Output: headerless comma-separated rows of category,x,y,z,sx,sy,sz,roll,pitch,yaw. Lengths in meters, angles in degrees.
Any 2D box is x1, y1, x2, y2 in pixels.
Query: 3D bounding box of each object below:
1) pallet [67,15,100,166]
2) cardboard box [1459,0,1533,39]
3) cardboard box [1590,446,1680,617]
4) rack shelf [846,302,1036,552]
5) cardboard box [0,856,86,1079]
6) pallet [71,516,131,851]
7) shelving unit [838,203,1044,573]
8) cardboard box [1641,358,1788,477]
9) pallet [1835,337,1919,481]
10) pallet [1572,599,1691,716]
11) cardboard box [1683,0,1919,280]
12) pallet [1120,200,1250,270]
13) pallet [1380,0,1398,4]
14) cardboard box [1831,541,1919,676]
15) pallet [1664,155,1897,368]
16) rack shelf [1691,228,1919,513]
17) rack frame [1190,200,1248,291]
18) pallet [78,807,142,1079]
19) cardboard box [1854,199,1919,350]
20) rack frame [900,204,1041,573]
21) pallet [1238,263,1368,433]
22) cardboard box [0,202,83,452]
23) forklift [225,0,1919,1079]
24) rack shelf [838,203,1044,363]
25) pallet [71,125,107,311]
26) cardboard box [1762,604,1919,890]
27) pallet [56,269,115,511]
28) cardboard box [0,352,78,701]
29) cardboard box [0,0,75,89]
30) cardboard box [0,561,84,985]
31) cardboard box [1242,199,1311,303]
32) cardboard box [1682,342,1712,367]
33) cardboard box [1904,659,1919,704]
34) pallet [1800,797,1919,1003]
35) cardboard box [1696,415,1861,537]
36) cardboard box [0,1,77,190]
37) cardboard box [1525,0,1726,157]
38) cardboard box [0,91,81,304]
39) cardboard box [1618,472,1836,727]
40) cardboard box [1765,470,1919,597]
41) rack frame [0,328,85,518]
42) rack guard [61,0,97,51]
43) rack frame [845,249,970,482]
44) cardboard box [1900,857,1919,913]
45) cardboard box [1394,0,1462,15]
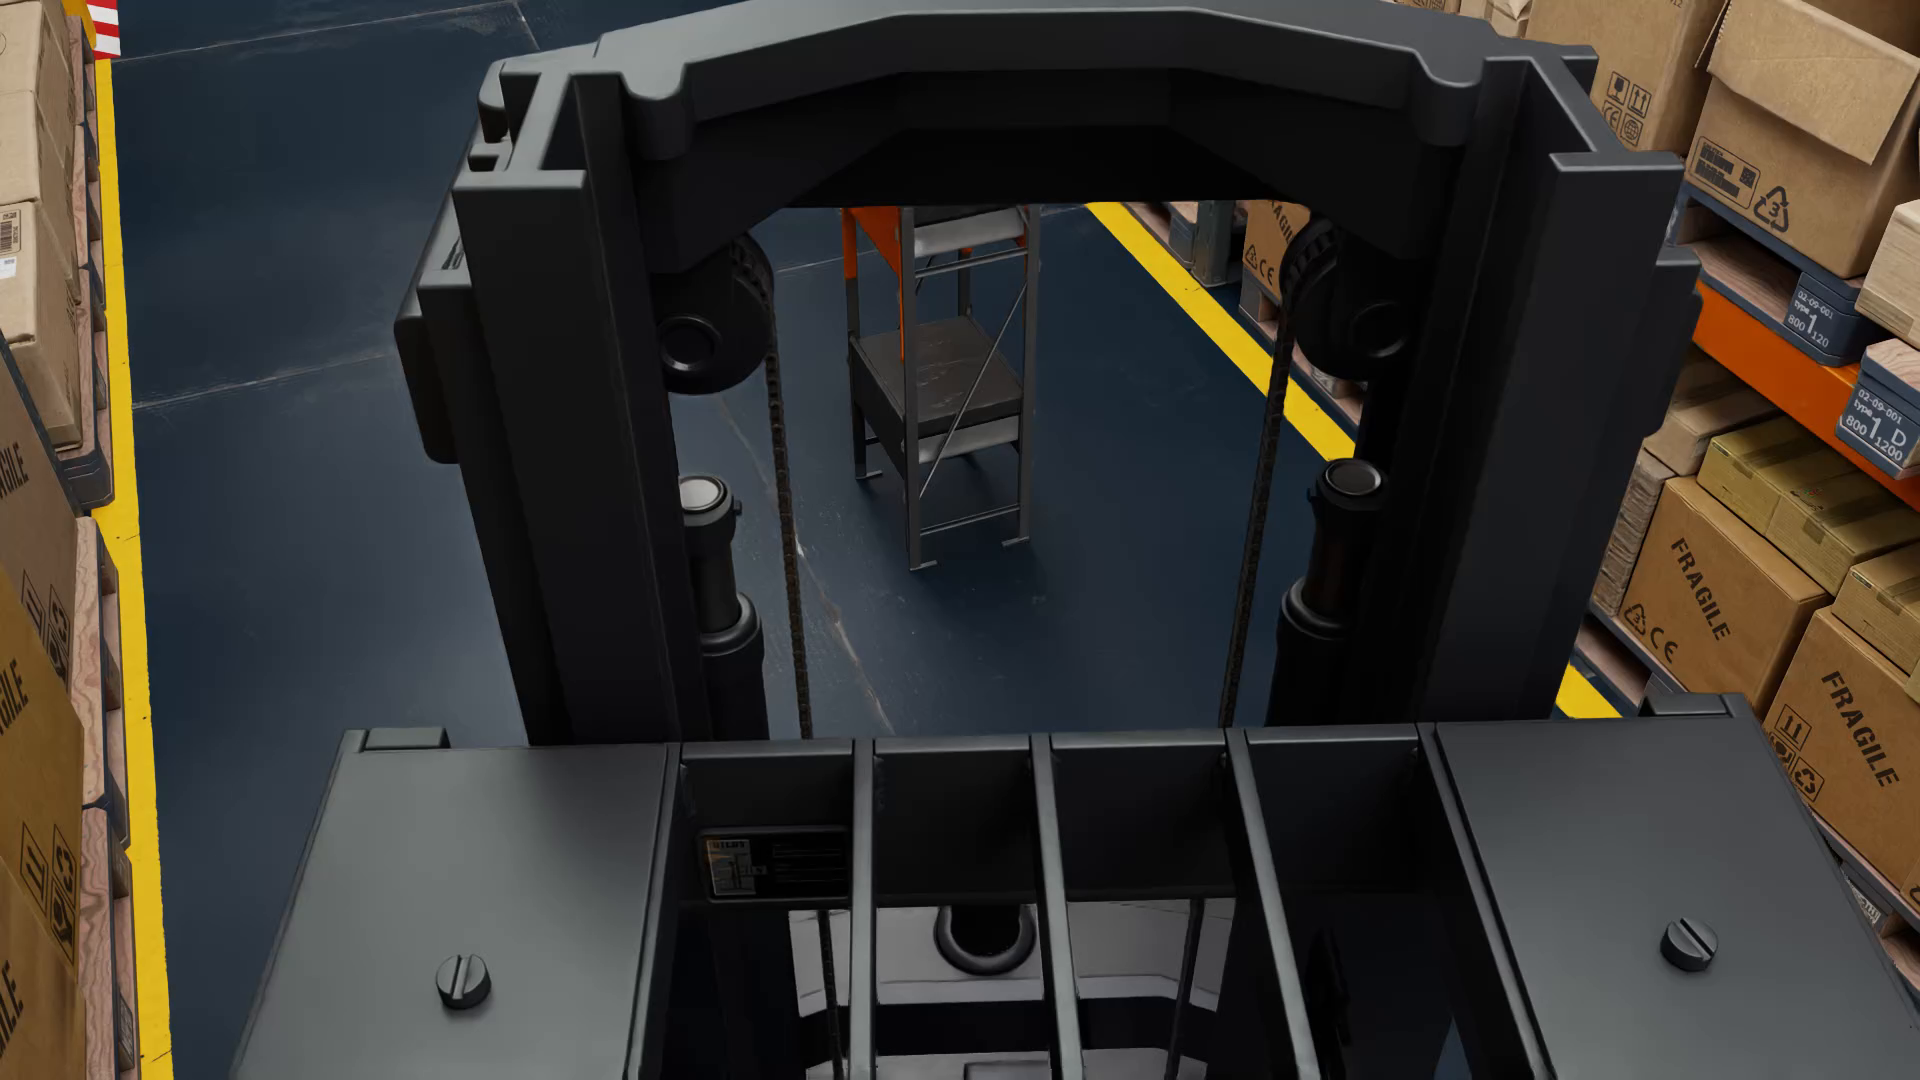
pallet,-4.359,-1.903,7.301,1.003,0.211,1.213,-15,43,-17
cardboard box,1.555,-1.429,4.392,0.396,0.266,0.258,-13,42,-15
cardboard box,1.948,-0.183,4.758,0.500,0.500,0.500,-17,43,-18
rack shelf,-0.063,-0.355,5.147,0.431,0.518,0.480,-15,43,-17
cardboard box,-2.201,1.068,3.015,0.875,0.875,0.875,-15,43,-16
pallet,-2.842,0.490,4.518,1.003,0.211,1.213,-15,43,-17
shelving unit,-0.063,-0.896,4.681,0.431,2.100,0.503,-15,43,-17
cardboard box,2.004,-0.341,4.444,0.380,0.149,0.250,-17,44,-19
pallet,2.584,-0.162,3.285,1.213,0.211,1.003,-15,43,-17
pallet,2.195,0.021,5.064,1.003,0.211,1.213,-15,43,-17
cardboard box,2.113,-0.979,3.687,0.797,0.503,0.637,-16,43,-18
pallet,1.116,-1.610,6.960,1.003,0.211,1.213,-15,43,-17
pallet,1.583,-1.672,5.041,1.003,0.211,1.213,-15,43,-17
cardboard box,2.292,0.138,3.886,0.380,0.149,0.250,-16,43,-18
pallet,2.160,-0.941,4.191,1.003,0.211,1.213,-15,43,-17
rack shelf,2.143,-0.776,4.403,1.077,0.370,4.000,-15,43,-17
rack frame,1.378,-2.253,5.570,1.000,3.000,0.127,-15,43,-17
pallet,-2.371,1.227,3.662,1.003,0.211,1.213,-15,43,-17
cardboard box,2.206,-0.501,3.325,0.500,0.250,0.500,-17,44,-19
rack frame,0.030,-0.749,4.510,0.400,2.100,0.015,-15,43,-17
pallet,1.724,-0.715,5.920,1.003,0.211,1.213,-15,43,-17
cardboard box,-3.348,-0.606,5.297,0.875,0.438,0.875,-16,43,-17
forklift,0.082,1.108,1.713,1.130,2.935,3.031,-1,41,-2
rack shelf,-0.063,-0.885,4.690,0.431,0.518,0.480,-15,43,-17
pallet,-3.896,-1.169,6.448,1.003,0.211,1.213,-15,43,-17
cardboard box,2.366,0.440,4.033,0.500,0.500,0.500,-16,43,-17
pallet,-3.425,-0.433,5.592,1.003,0.211,1.213,-15,43,-17
cardboard box,-2.895,-0.013,4.272,0.875,0.875,0.875,-14,43,-16
cardboard box,-4.392,-2.238,7.194,0.875,0.438,0.875,-17,43,-18
cardboard box,-2.543,0.529,3.641,0.875,0.875,0.875,-14,43,-16
cardboard box,1.355,-1.117,5.844,0.500,0.500,0.500,-13,42,-15
cardboard box,1.957,-0.502,4.631,0.380,0.149,0.250,-15,43,-17
cardboard box,2.352,0.308,3.689,0.380,0.149,0.250,-17,44,-19
pallet,2.658,0.754,4.211,1.003,0.211,1.213,-15,43,-17
cardboard box,2.137,-0.182,4.259,0.380,0.149,0.250,-16,43,-17
cardboard box,-4.034,-1.688,6.556,0.875,0.438,0.875,-14,43,-16
cardboard box,1.855,-1.319,4.084,0.700,0.500,0.500,-15,43,-17
cardboard box,-3.691,-1.145,5.924,0.875,0.438,0.875,-16,43,-18
cardboard box,2.164,0.125,4.399,0.500,0.500,0.500,-13,42,-15
cardboard box,2.233,-0.032,4.084,0.380,0.149,0.250,-14,43,-16
rack frame,-3.207,-1.013,4.127,1.000,3.000,0.127,-15,43,-17
rack guard,-4.746,-2.489,7.761,1.175,0.500,0.348,-15,43,-17
rack frame,-0.157,-1.043,4.852,0.400,2.100,0.015,-15,43,-17
cardboard box,2.548,0.744,3.680,0.500,0.500,0.500,-14,43,-16
cardboard box,1.555,-1.791,4.634,0.700,0.500,0.500,-15,43,-16
